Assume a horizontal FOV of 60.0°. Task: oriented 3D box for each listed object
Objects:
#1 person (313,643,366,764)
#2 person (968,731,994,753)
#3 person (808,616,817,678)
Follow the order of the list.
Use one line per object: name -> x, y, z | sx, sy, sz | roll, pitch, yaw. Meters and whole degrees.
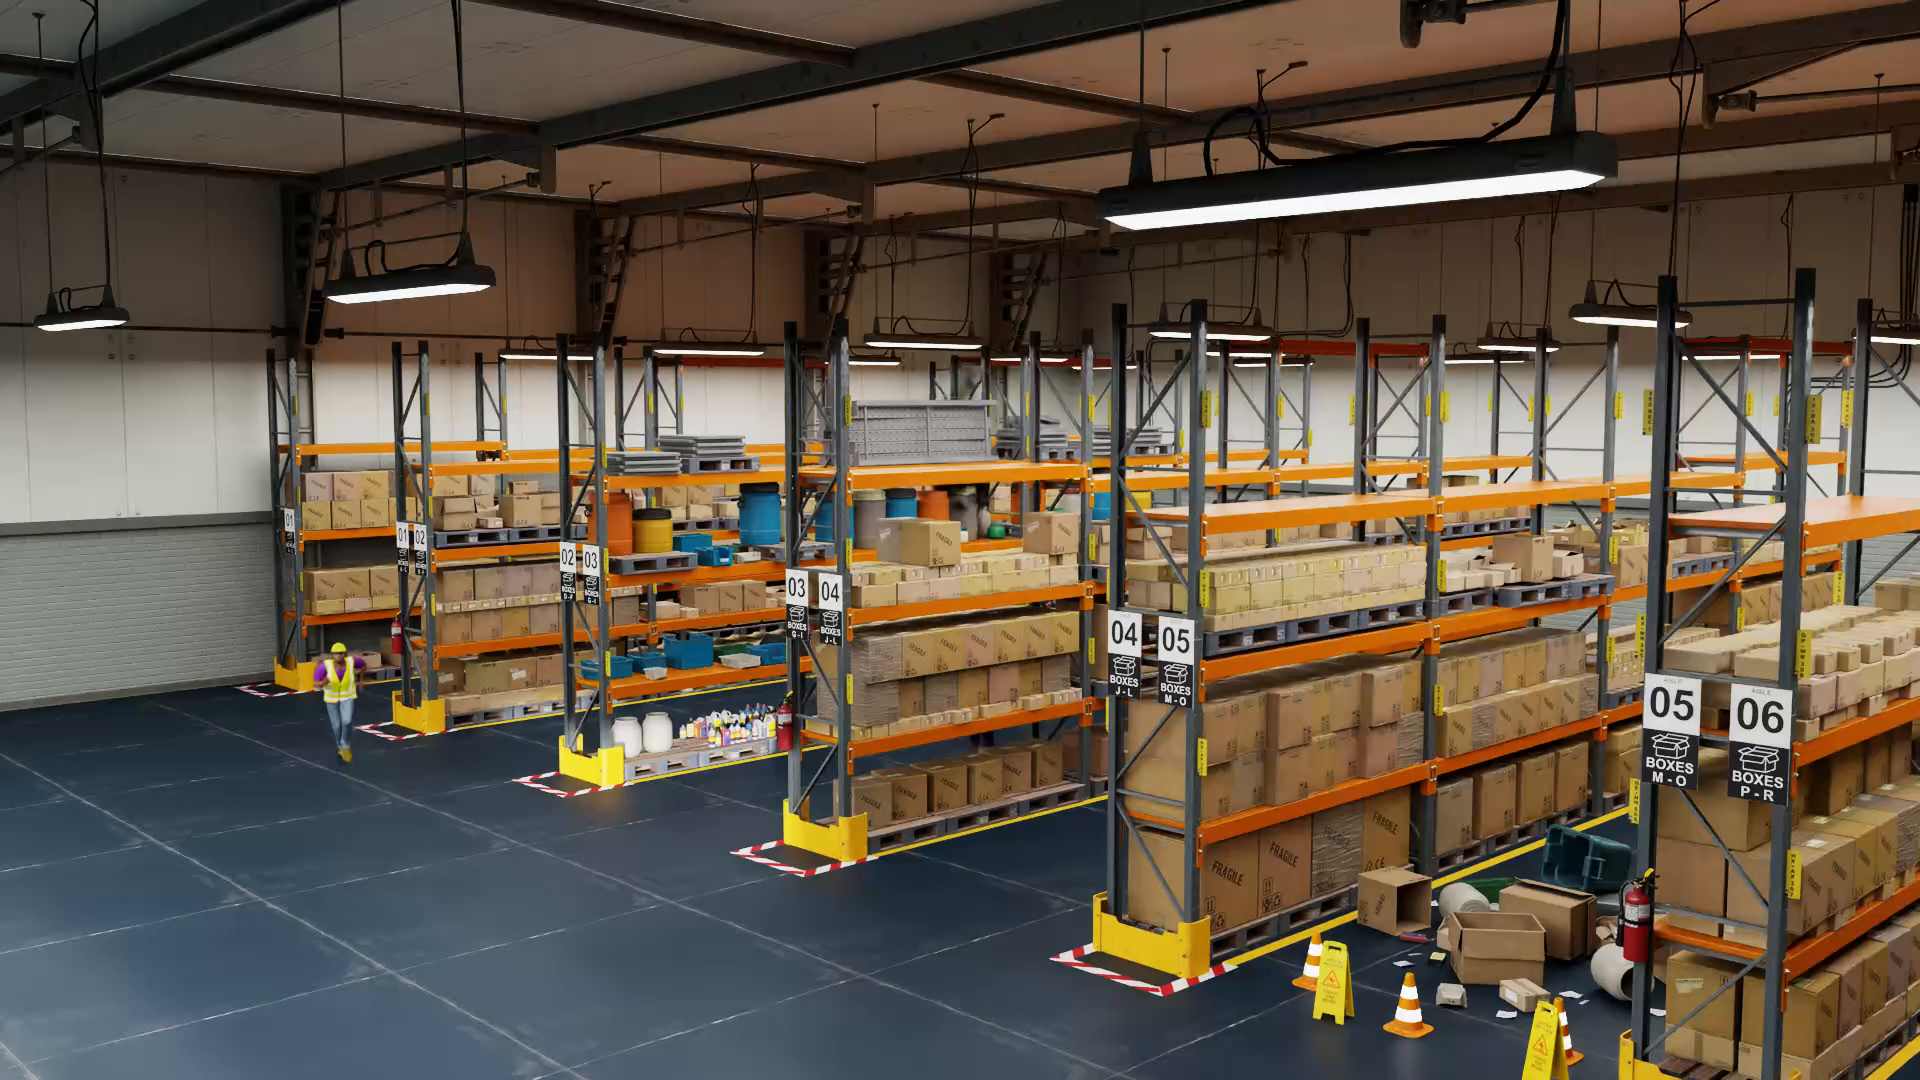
person -> -8.721, 2.273, 23.419 | 0.678, 1.718, 0.909 | -1, 5, -15
person -> 0.265, 2.300, 23.815 | 0.580, 1.637, 0.638 | 5, 7, 43
person -> -2.571, 1.955, 28.156 | 0.529, 1.498, 0.883 | 3, 6, 31
